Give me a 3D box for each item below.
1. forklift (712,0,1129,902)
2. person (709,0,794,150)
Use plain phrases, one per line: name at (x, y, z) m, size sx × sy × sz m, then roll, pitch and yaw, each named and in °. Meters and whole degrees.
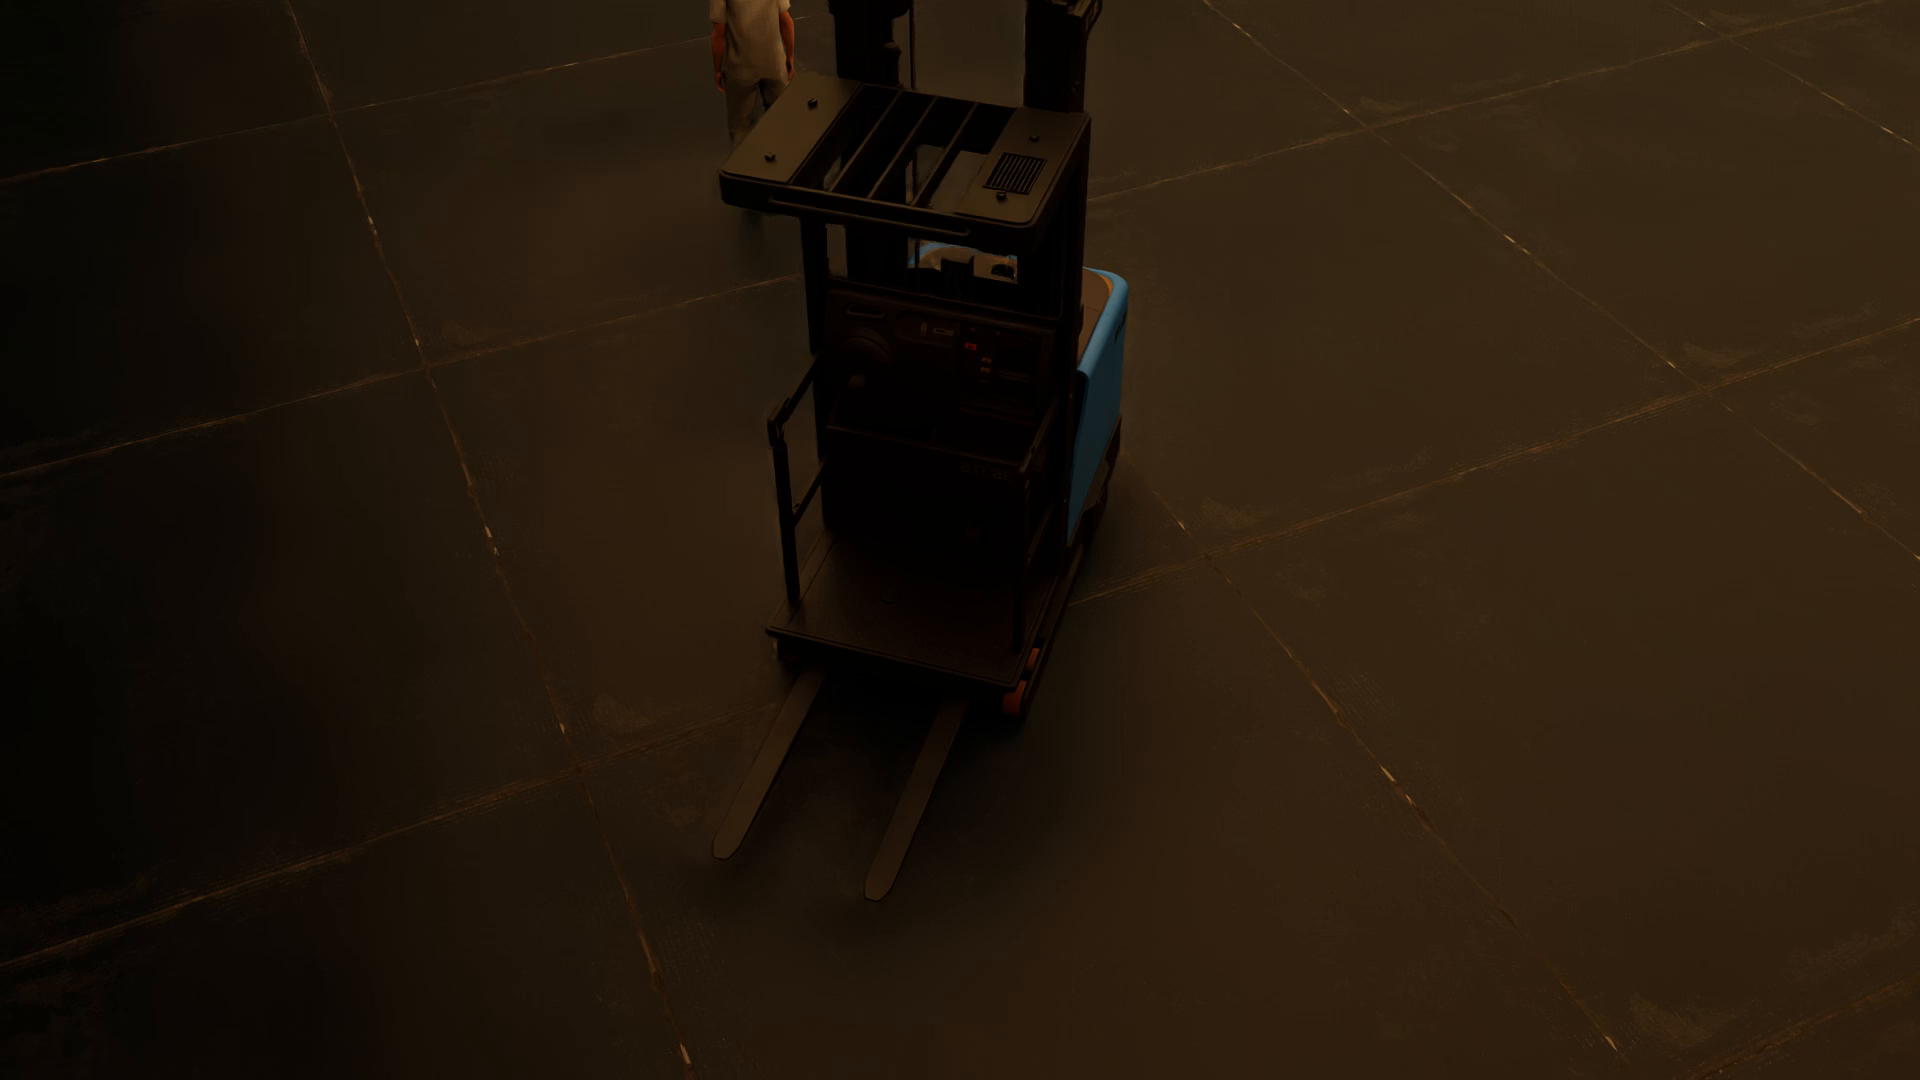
forklift at (-0.153, -0.637, 6.363) m, size 1.130 × 2.935 × 3.031 m, roll 12°, pitch 44°, yaw 13°
person at (-1.176, -2.701, 9.498) m, size 0.486 × 1.672 × 0.364 m, roll -15°, pitch 45°, yaw -15°
